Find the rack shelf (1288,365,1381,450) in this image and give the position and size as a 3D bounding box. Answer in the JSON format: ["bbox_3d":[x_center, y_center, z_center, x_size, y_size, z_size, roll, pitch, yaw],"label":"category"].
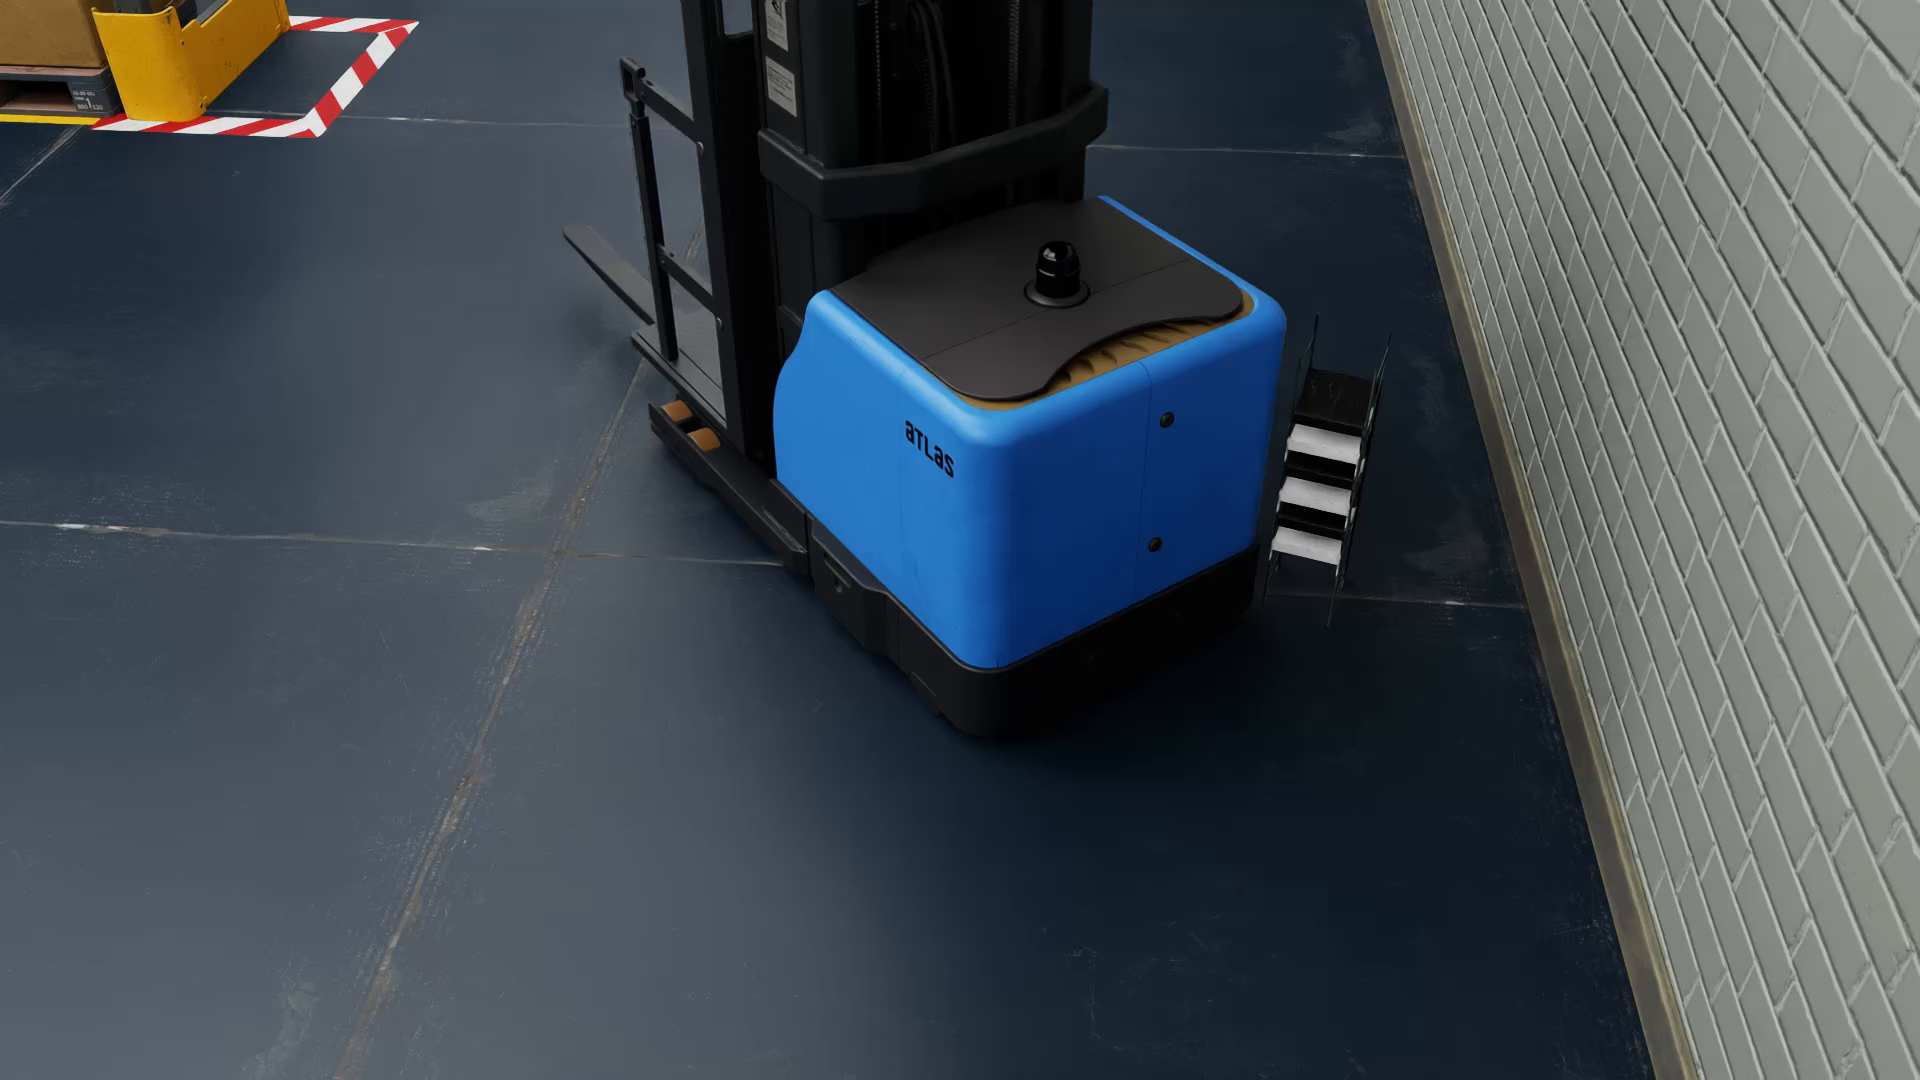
[{"bbox_3d":[1.042,-0.369,4.616,0.200,0.077,0.258,14,41,17],"label":"rack shelf"}]

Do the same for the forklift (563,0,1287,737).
[{"bbox_3d":[-0.386,-1.497,4.767,1.130,2.935,3.031,-24,45,-26],"label":"forklift"}]

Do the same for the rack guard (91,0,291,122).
[{"bbox_3d":[-3.616,-2.475,7.895,0.348,0.500,1.175,3,39,4],"label":"rack guard"}]

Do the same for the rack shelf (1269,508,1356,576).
[{"bbox_3d":[1.042,-0.020,4.900,0.200,0.077,0.258,14,41,17],"label":"rack shelf"}]

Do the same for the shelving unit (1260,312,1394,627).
[{"bbox_3d":[1.042,-0.186,4.765,0.210,0.900,0.258,14,41,17],"label":"shelving unit"}]

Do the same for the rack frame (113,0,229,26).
[{"bbox_3d":[-3.640,-3.446,7.108,0.127,3.000,1.000,3,39,4],"label":"rack frame"}]

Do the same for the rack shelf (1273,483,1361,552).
[{"bbox_3d":[1.042,-0.090,4.843,0.200,0.077,0.258,14,41,17],"label":"rack shelf"}]

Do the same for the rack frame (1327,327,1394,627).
[{"bbox_3d":[1.137,-0.162,4.736,0.006,0.900,0.240,14,41,17],"label":"rack frame"}]

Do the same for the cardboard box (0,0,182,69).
[{"bbox_3d":[-4.285,-2.769,7.627,0.875,0.875,0.875,3,39,4],"label":"cardboard box"}]

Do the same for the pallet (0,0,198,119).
[{"bbox_3d":[-4.444,-2.359,7.981,1.213,0.211,1.003,3,39,4],"label":"pallet"}]

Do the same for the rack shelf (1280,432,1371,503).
[{"bbox_3d":[1.042,-0.230,4.730,0.200,0.077,0.258,14,41,17],"label":"rack shelf"}]

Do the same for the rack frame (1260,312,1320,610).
[{"bbox_3d":[0.948,-0.210,4.795,0.006,0.900,0.240,14,41,17],"label":"rack frame"}]

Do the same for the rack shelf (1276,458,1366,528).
[{"bbox_3d":[1.042,-0.160,4.787,0.200,0.077,0.258,14,41,17],"label":"rack shelf"}]

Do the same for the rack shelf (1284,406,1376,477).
[{"bbox_3d":[1.042,-0.300,4.673,0.200,0.077,0.258,14,41,17],"label":"rack shelf"}]
